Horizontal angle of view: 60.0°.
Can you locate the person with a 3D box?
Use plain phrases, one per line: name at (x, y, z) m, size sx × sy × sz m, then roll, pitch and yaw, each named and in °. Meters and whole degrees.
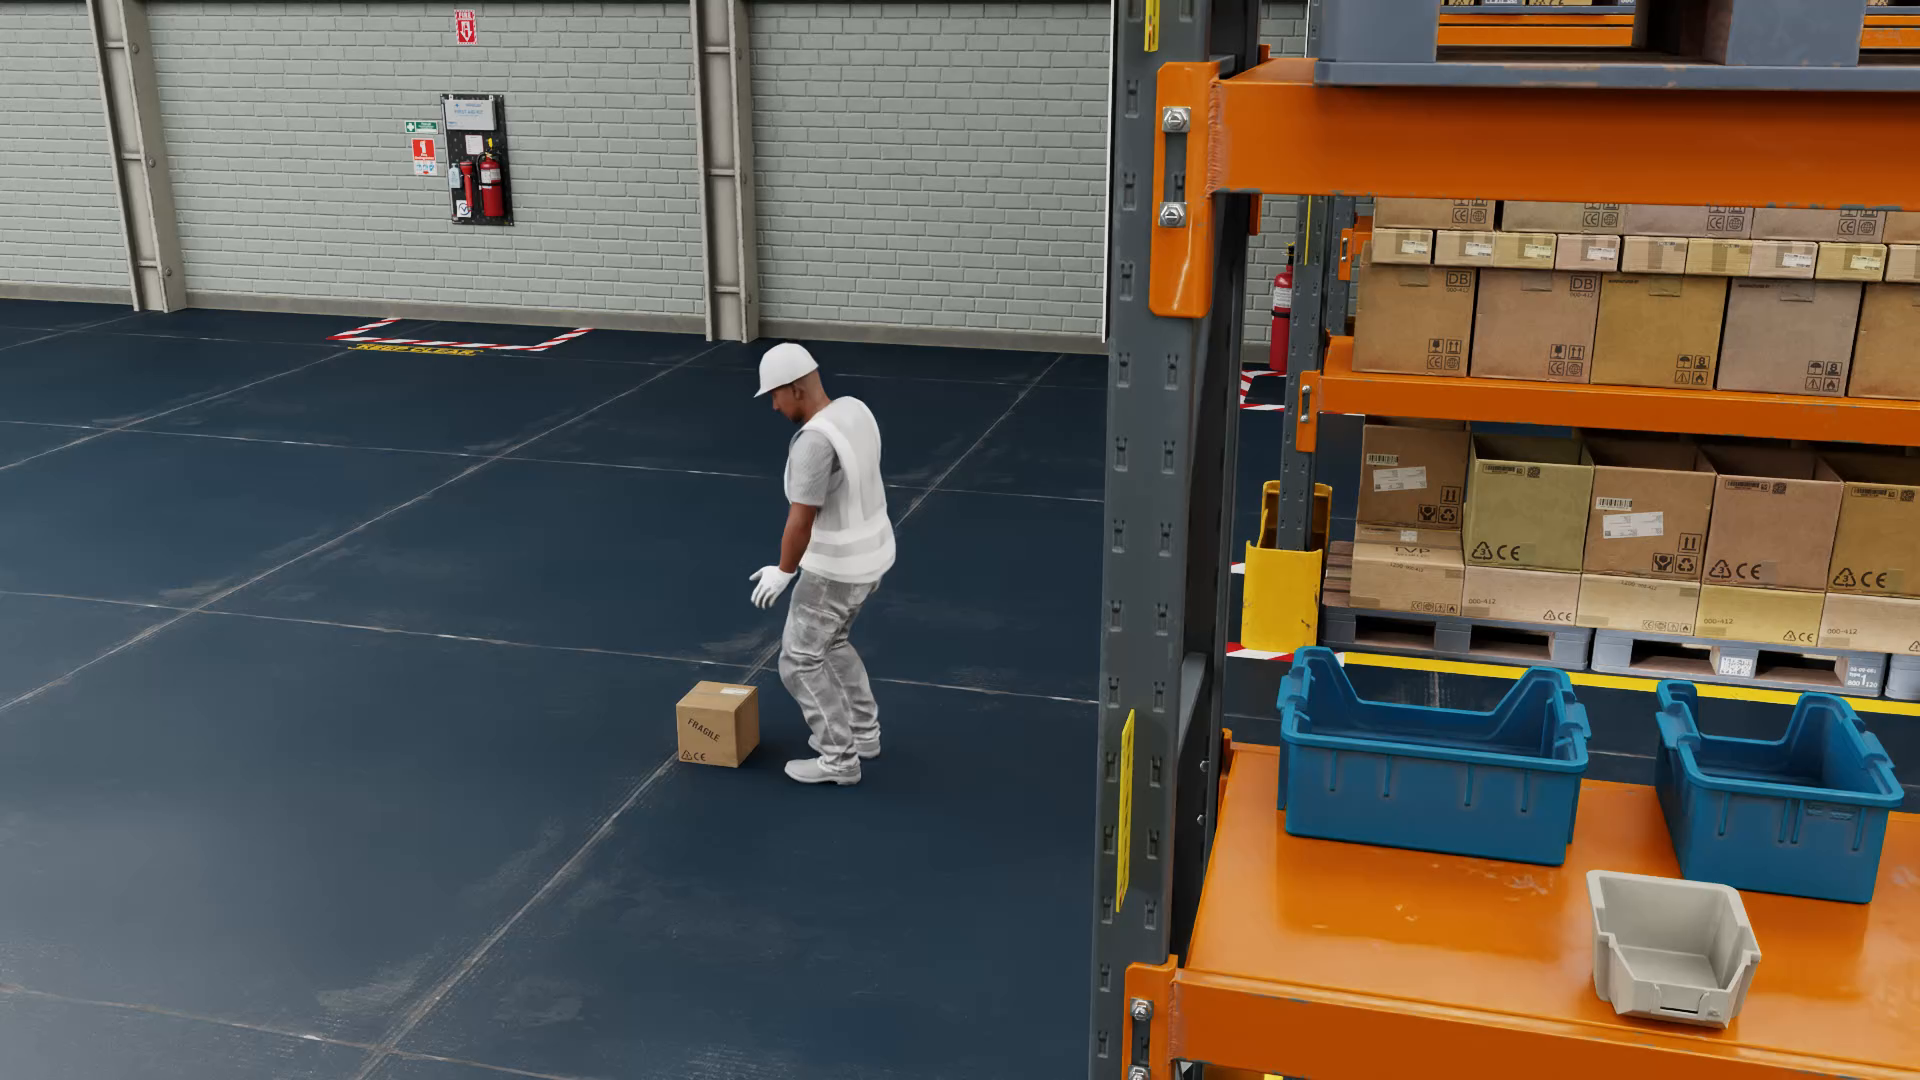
person at (-0.519, 0.097, 6.352) m, size 0.497 × 1.709 × 0.580 m, roll 5°, pitch 19°, yaw 16°
